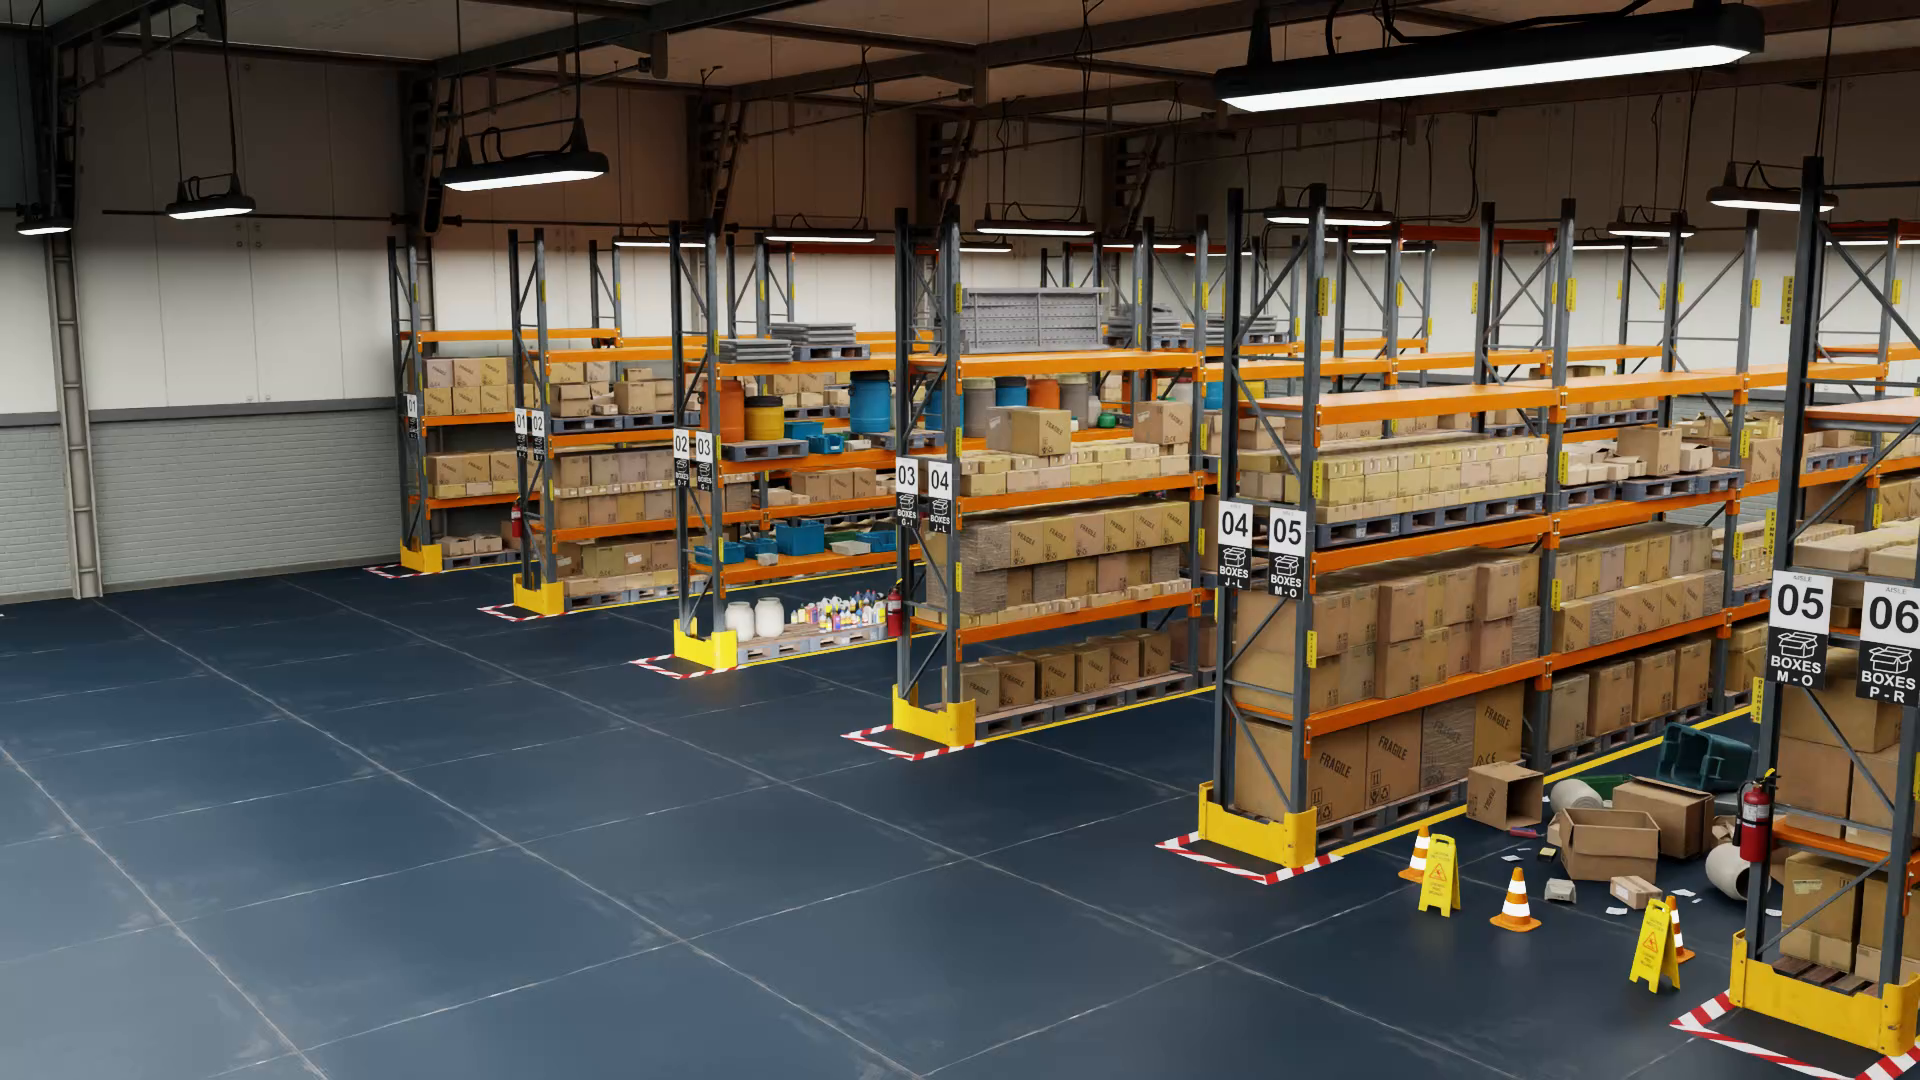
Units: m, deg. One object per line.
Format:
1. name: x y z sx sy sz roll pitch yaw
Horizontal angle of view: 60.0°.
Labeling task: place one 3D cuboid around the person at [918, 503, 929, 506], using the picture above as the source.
1. person: -0.921 -0.832 33.382 1.045 1.699 0.625 -8 12 -42
